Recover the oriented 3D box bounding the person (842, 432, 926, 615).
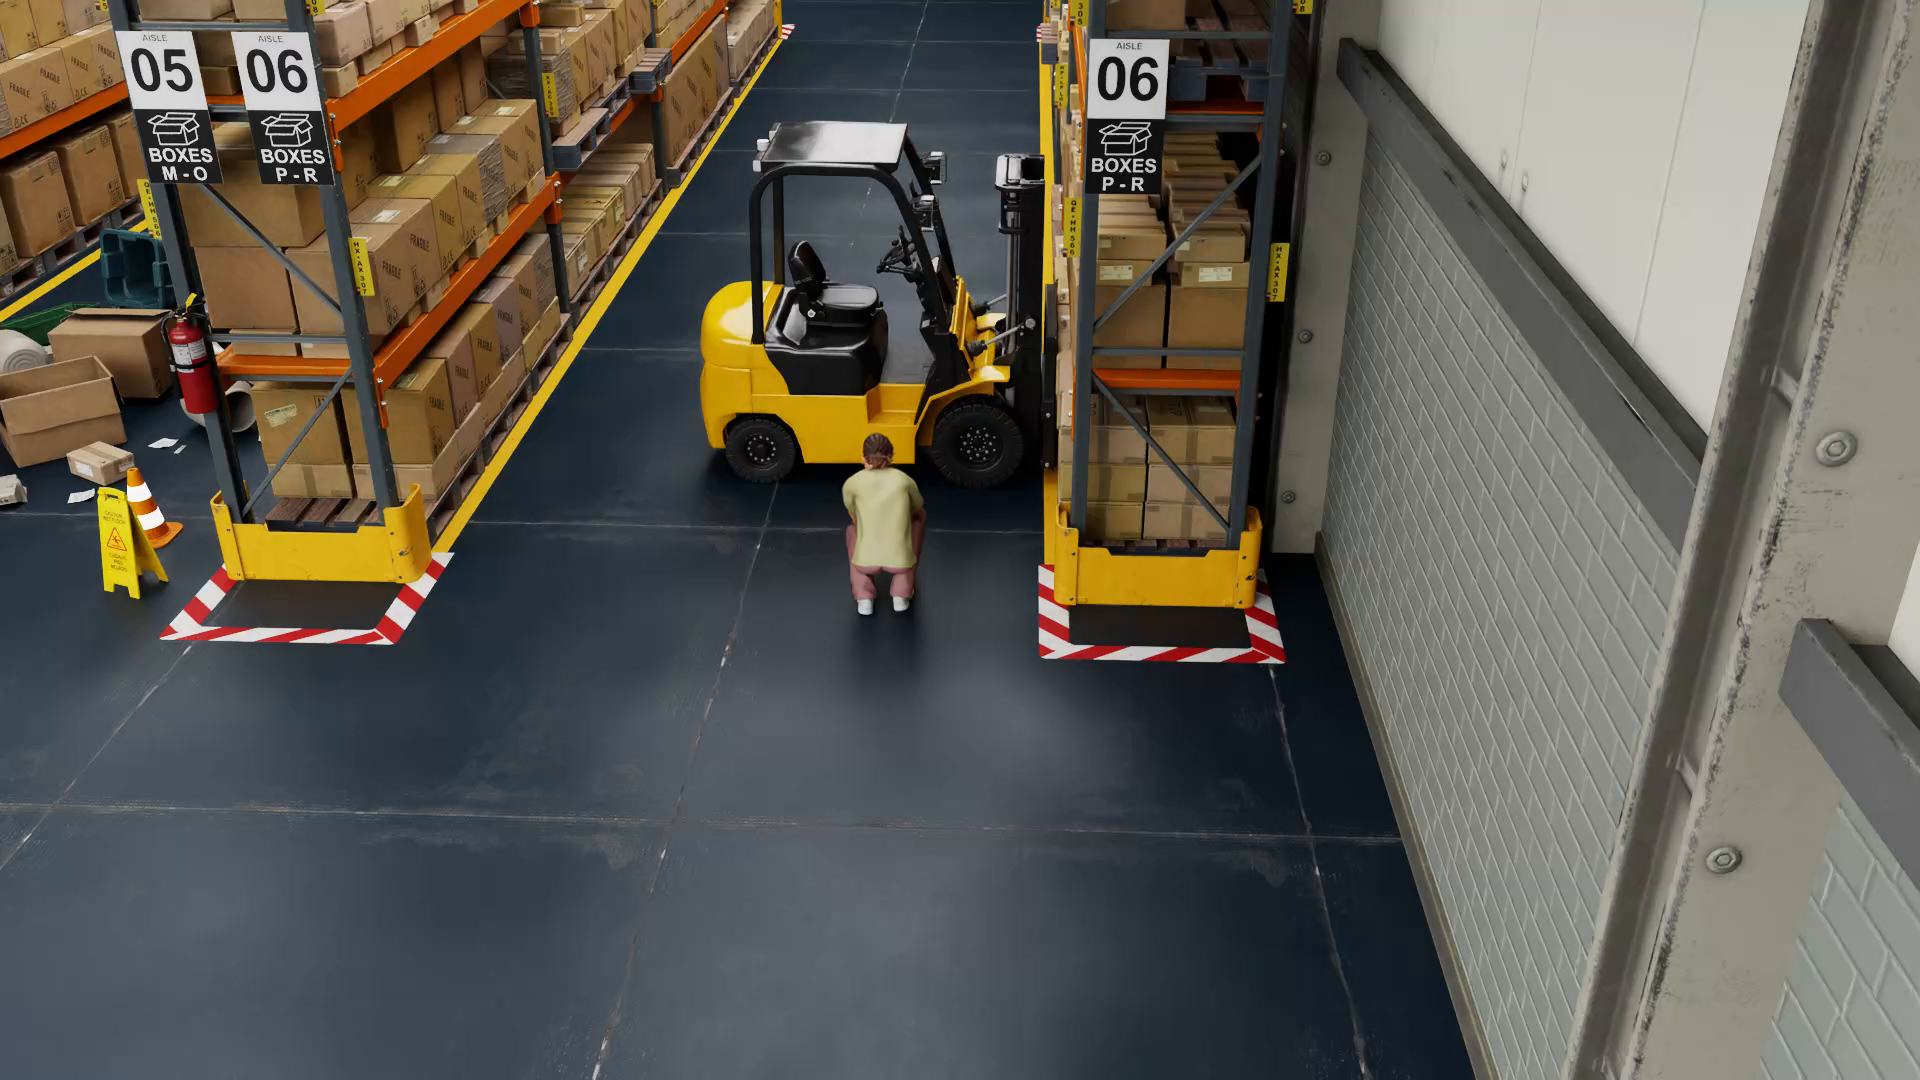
[{"bbox_3d":[-0.443,-0.099,9.607,0.475,0.931,0.798,1,28,2],"label":"person"}]
